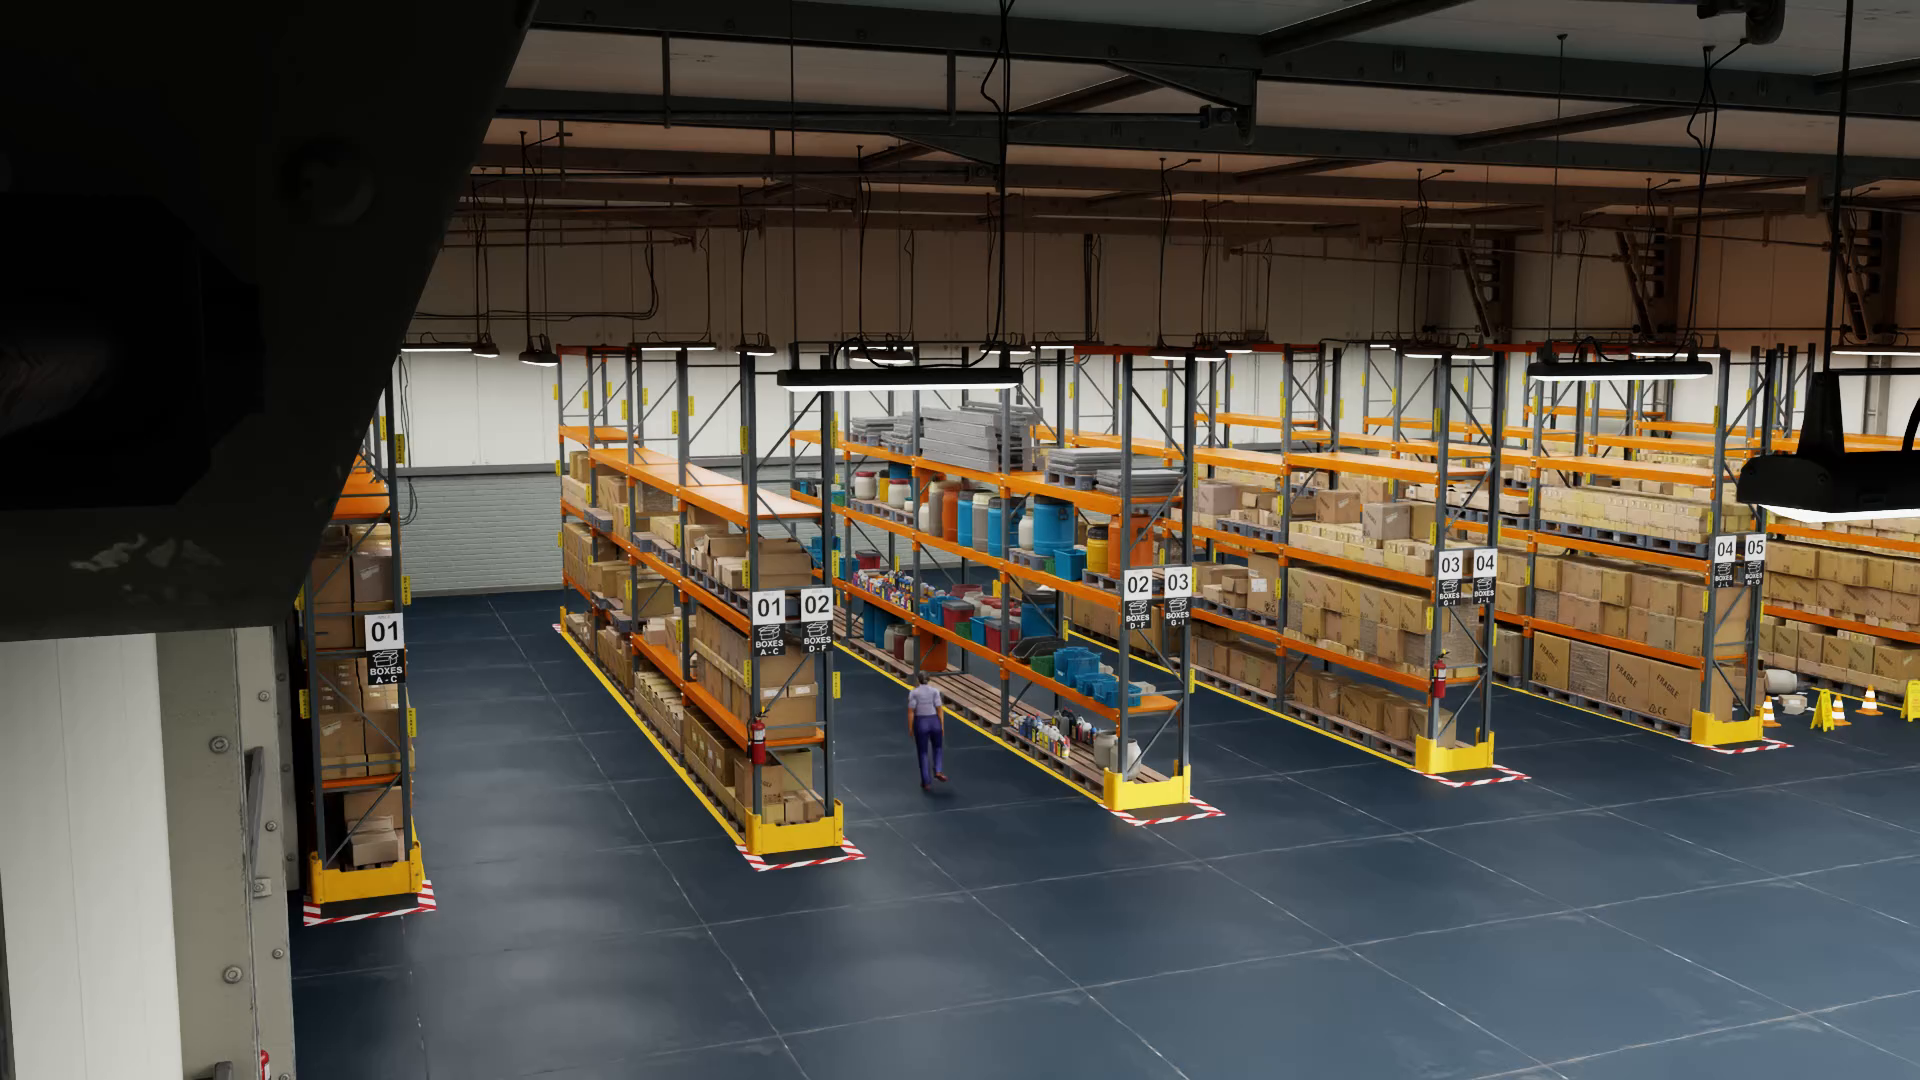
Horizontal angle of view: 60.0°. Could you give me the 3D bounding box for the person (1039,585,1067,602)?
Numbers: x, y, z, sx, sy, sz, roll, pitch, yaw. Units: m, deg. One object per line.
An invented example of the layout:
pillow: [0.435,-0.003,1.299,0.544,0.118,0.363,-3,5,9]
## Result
person: [1.790,1.409,32.635,0.651,1.581,0.747,-2,7,-12]

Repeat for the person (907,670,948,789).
person: [-0.450,2.604,22.972,0.545,1.637,0.462,-1,7,-11]
